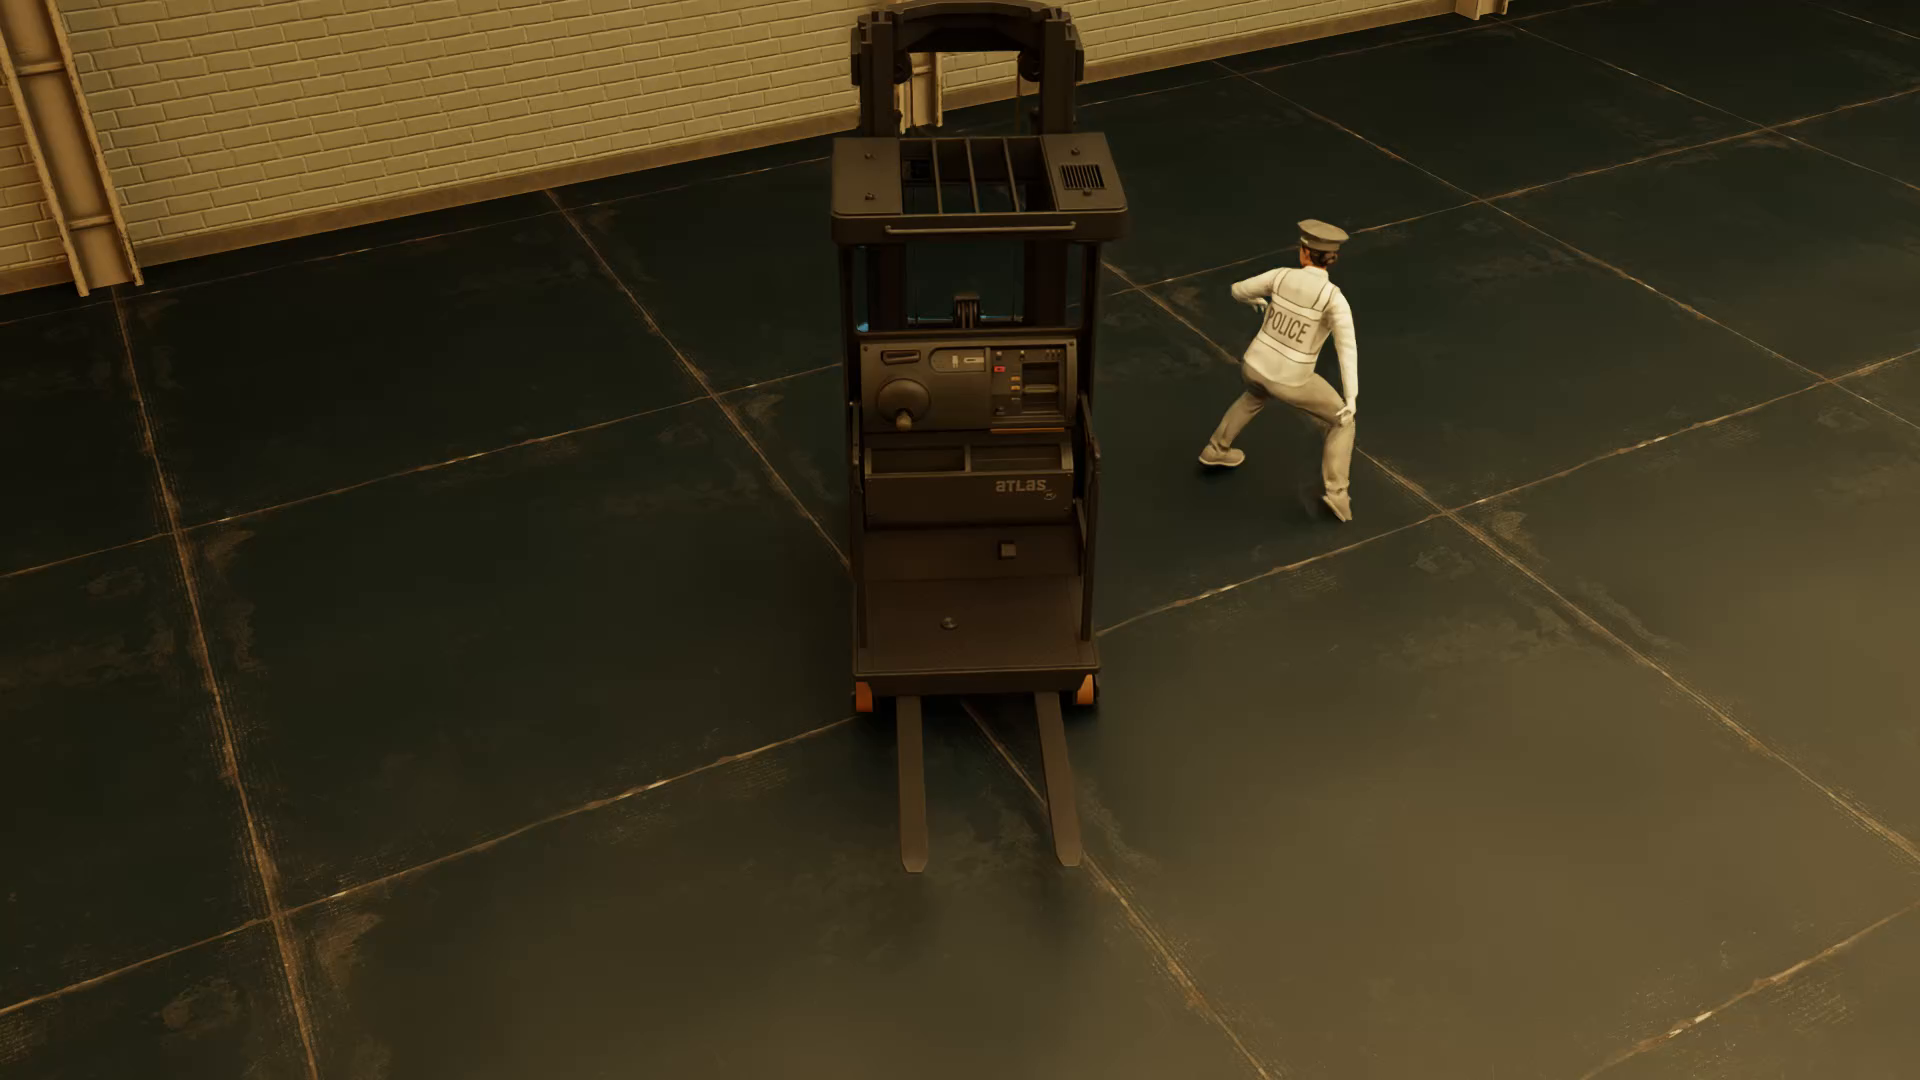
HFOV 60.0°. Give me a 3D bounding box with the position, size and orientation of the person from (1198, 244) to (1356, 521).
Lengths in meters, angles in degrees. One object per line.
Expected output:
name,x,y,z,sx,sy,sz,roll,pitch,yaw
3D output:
person,1.755,-0.839,8.649,0.534,1.596,0.973,-28,44,-34

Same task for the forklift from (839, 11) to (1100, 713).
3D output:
forklift,0.024,-0.895,7.444,1.129,2.867,1.939,-2,35,-2
